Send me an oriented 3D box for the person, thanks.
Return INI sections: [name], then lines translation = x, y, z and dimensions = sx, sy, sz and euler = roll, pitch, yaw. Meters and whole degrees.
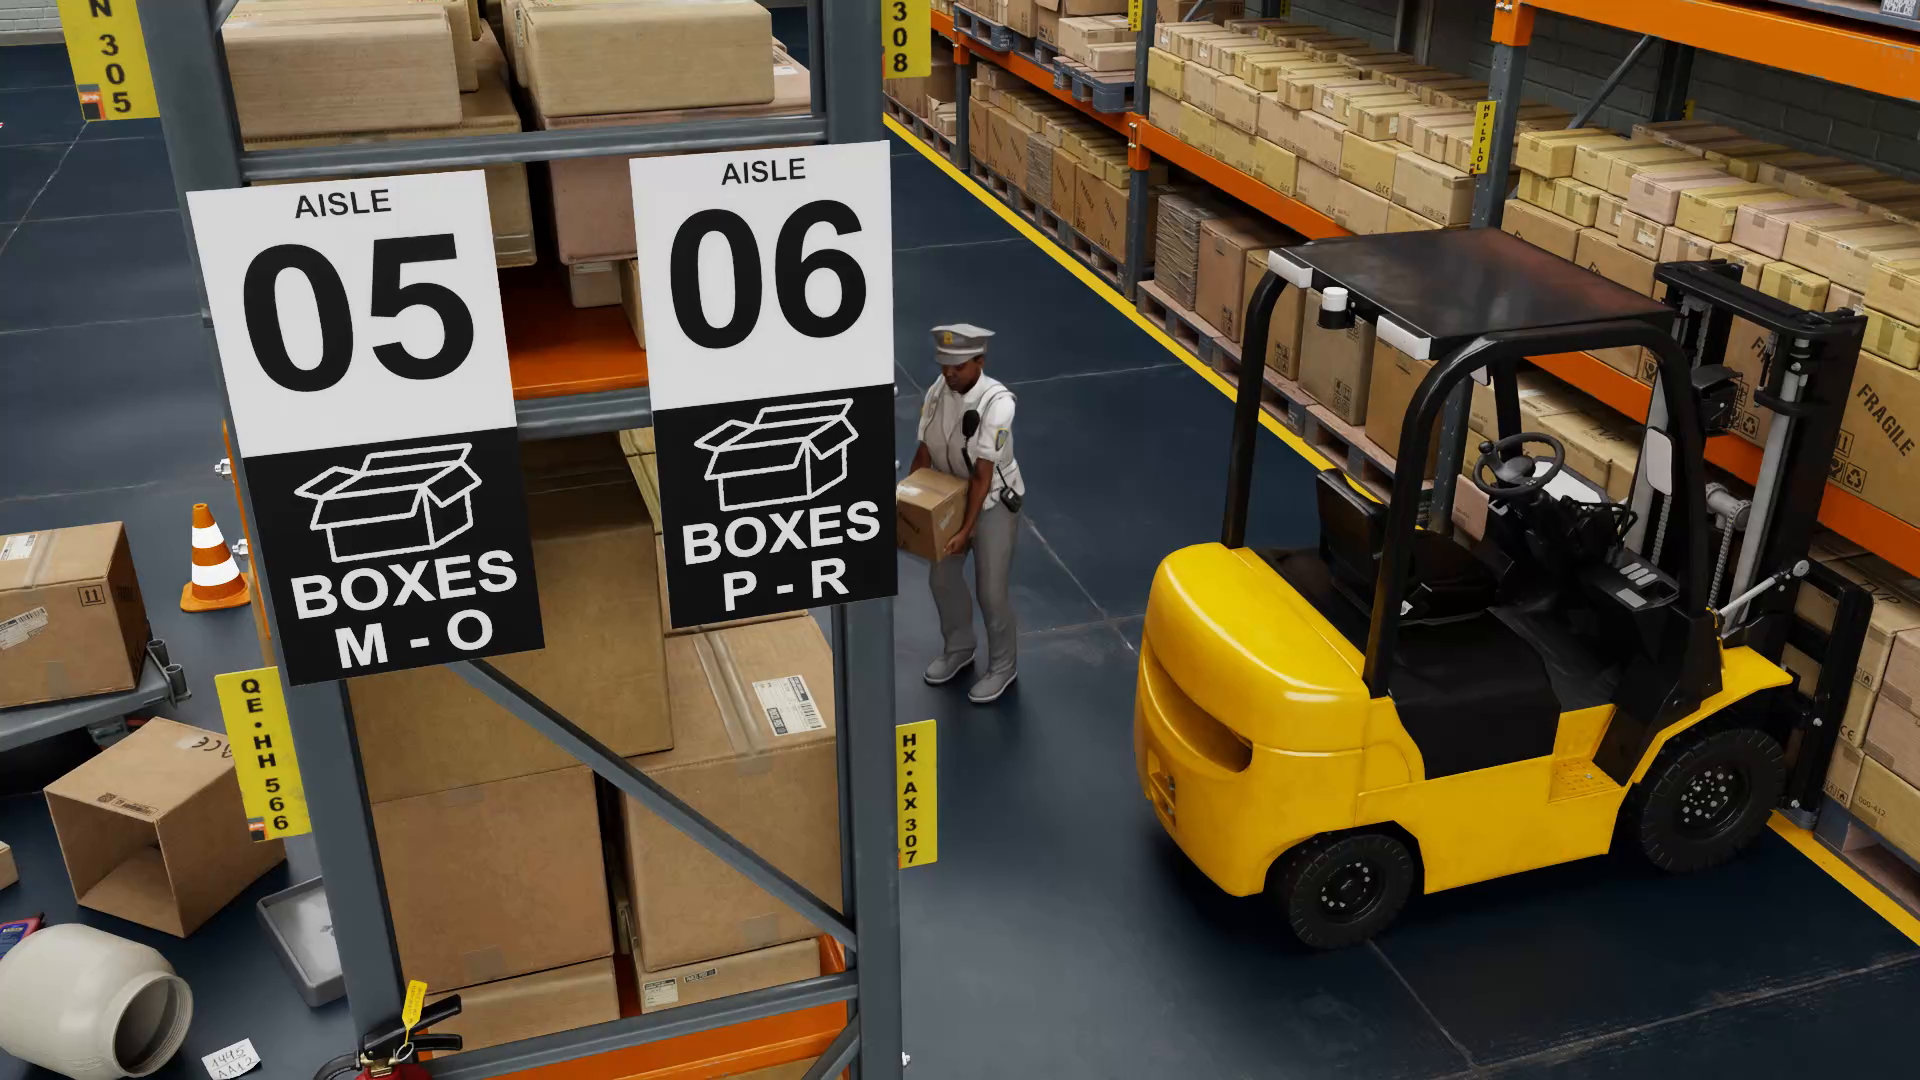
[person]
translation = 0.011, -0.104, 6.839
dimensions = 0.415, 1.658, 0.547
euler = 20, 33, 34
